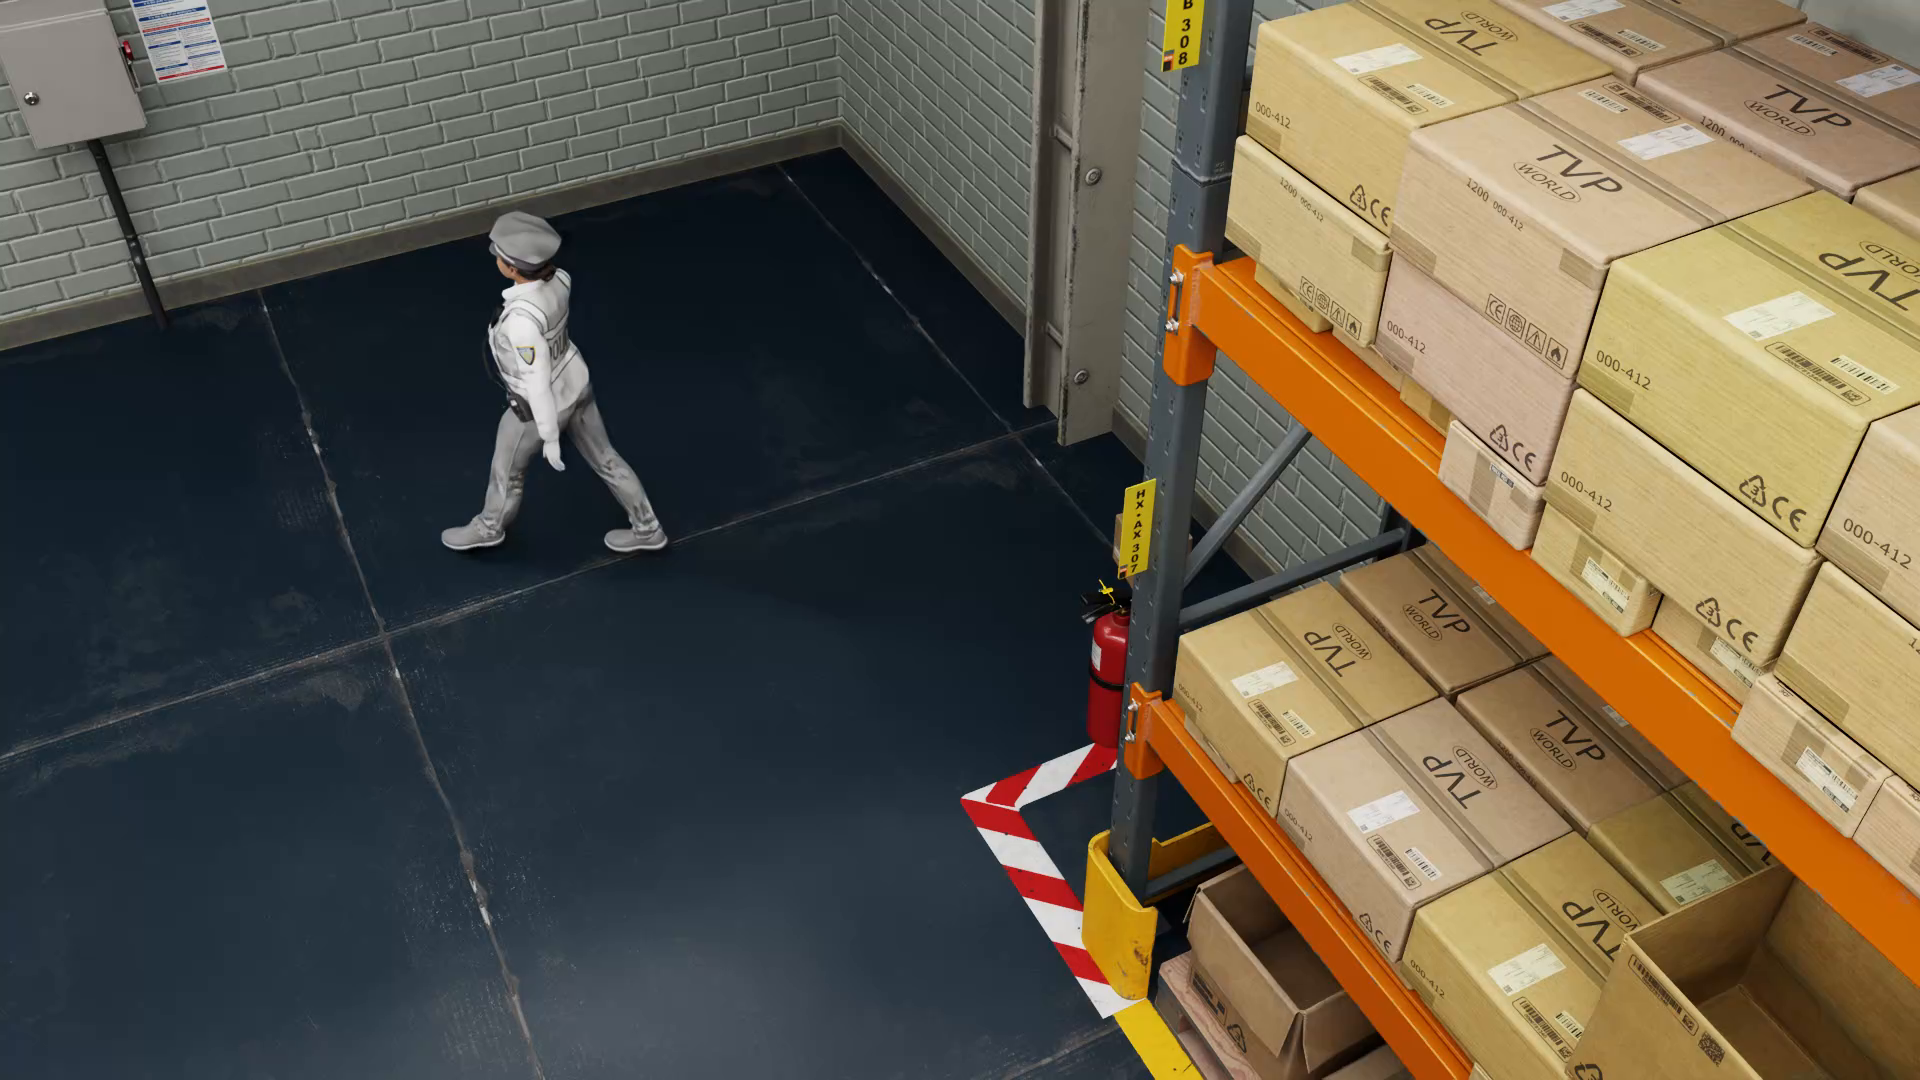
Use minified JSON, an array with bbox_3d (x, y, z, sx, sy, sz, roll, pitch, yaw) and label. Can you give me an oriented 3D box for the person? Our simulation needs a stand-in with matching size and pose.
[{"bbox_3d":[-1.768,-0.618,6.813,0.973,1.636,0.521,12,43,13],"label":"person"}]
